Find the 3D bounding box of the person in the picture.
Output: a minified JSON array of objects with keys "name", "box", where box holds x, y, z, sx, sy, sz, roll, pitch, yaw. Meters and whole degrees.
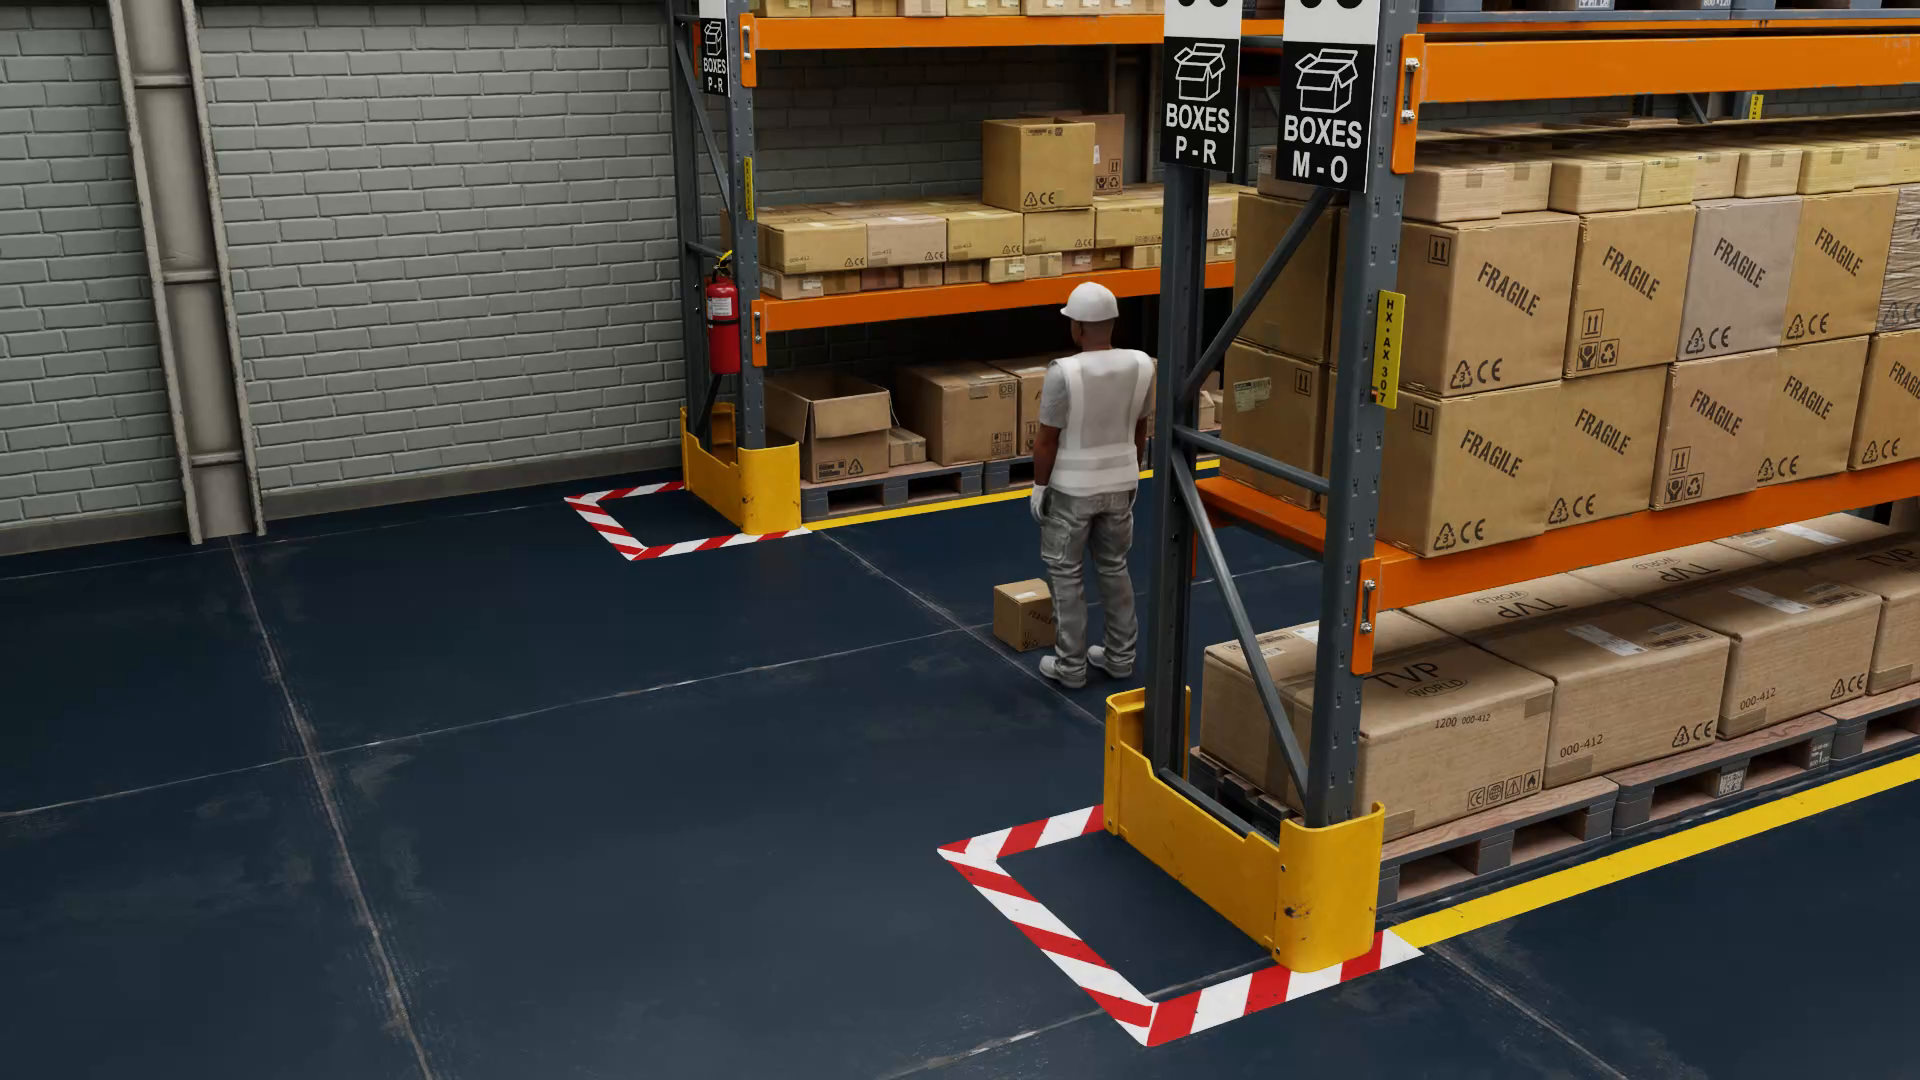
[{"name":"person","box":[0.556,-0.232,7.233,0.547,1.778,0.359,-9,20,-26]}]
